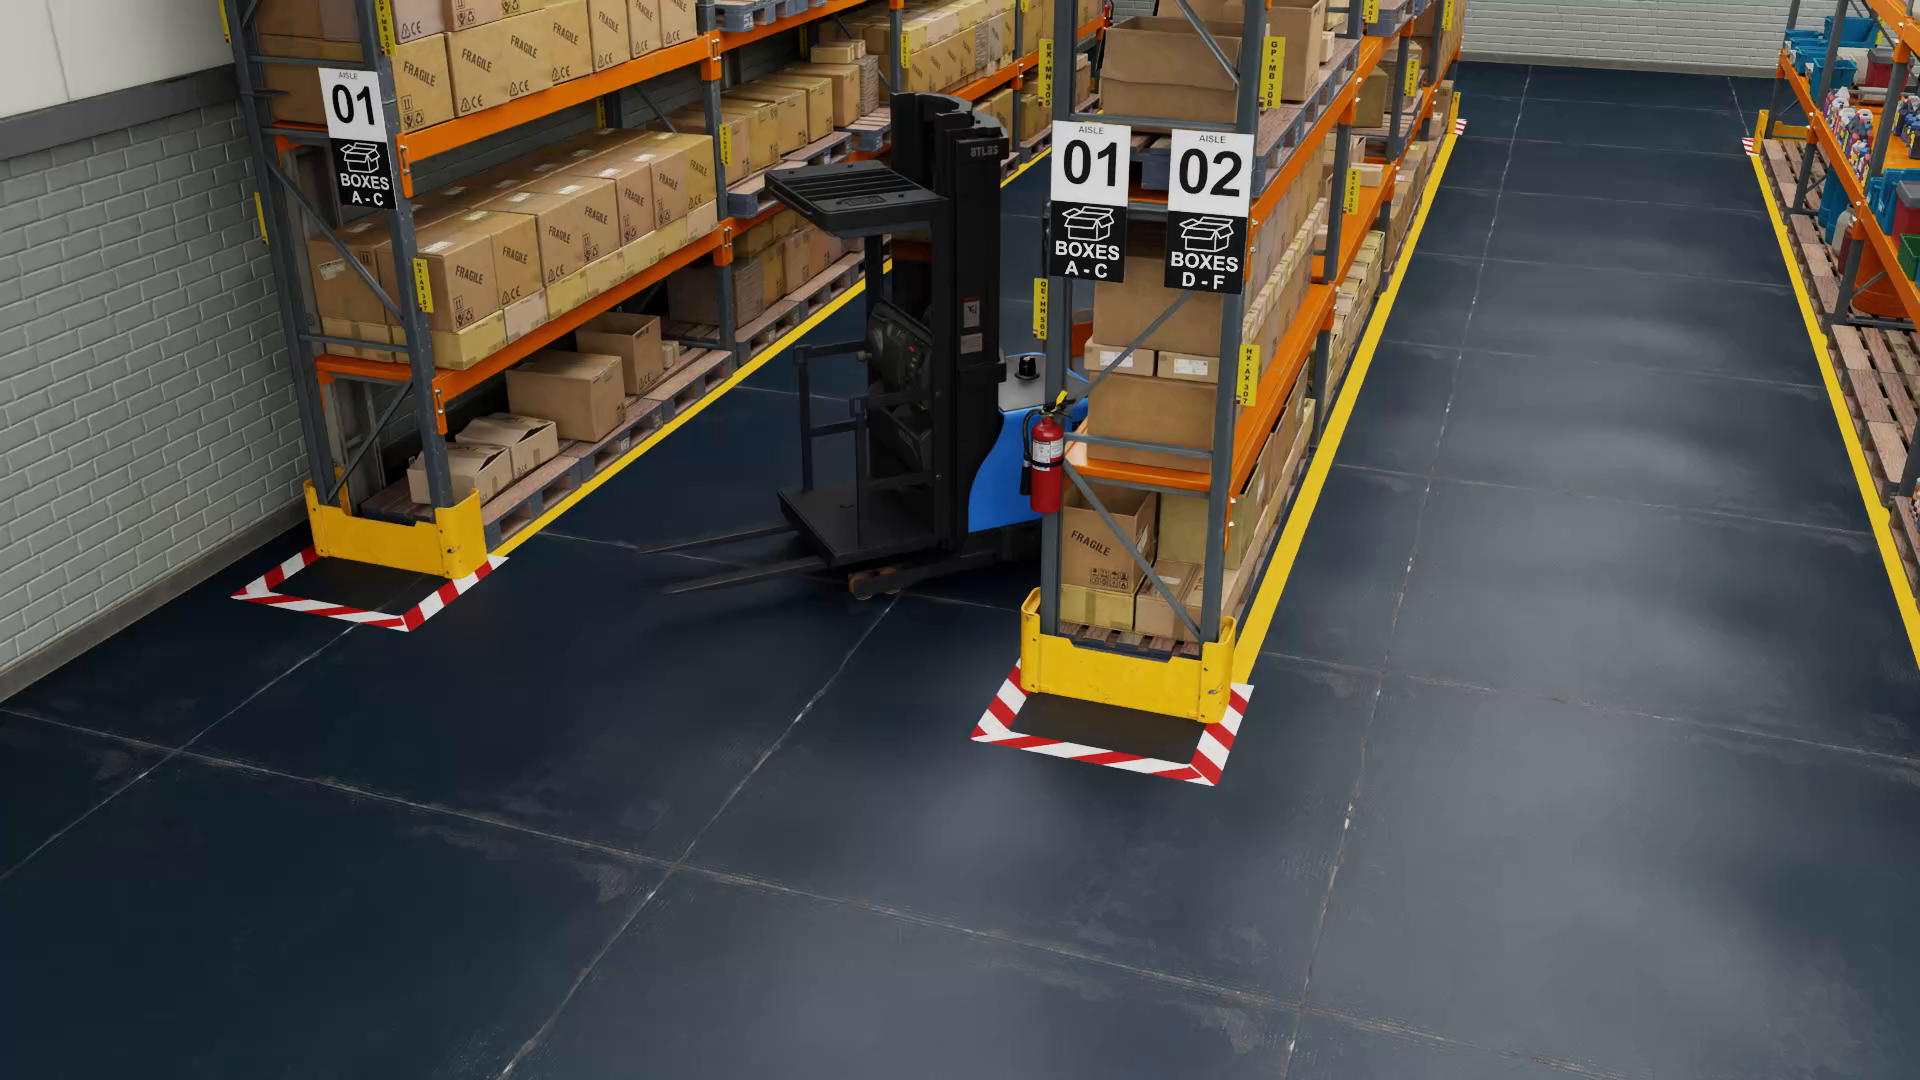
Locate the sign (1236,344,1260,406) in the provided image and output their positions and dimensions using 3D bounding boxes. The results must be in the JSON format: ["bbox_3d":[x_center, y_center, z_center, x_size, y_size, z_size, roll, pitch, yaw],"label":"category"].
[{"bbox_3d":[1.463,-0.838,8.455,0.100,0.325,0.005,9,27,17],"label":"sign"}]

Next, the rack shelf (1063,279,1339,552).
[{"bbox_3d":[1.607,-0.994,10.686,1.077,0.370,4.000,9,27,17],"label":"rack shelf"}]

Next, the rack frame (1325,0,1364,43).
[{"bbox_3d":[2.273,-4.840,10.920,1.000,3.000,0.127,9,27,17],"label":"rack frame"}]

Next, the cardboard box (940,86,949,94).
[{"bbox_3d":[-0.339,-5.031,18.463,0.380,0.149,0.250,9,27,18],"label":"cardboard box"}]

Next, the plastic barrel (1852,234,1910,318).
[{"bbox_3d":[8.420,-2.479,14.937,0.600,0.830,0.708,9,27,17],"label":"plastic barrel"}]

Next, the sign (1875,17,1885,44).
[{"bbox_3d":[11.460,-6.351,20.739,0.100,0.325,0.005,9,27,17],"label":"sign"}]

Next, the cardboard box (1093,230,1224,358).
[{"bbox_3d":[1.127,-1.336,8.965,0.700,0.500,0.500,9,27,18],"label":"cardboard box"}]

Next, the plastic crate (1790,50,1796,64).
[{"bbox_3d":[10.133,-5.807,20.036,0.250,0.136,0.298,9,27,17],"label":"plastic crate"}]

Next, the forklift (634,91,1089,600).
[{"bbox_3d":[-0.569,-1.204,10.373,3.031,2.935,1.130,-11,28,-22],"label":"forklift"}]

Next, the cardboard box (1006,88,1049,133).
[{"bbox_3d":[0.778,-5.706,21.980,0.700,0.500,0.500,8,27,17],"label":"cardboard box"}]

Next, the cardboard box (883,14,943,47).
[{"bbox_3d":[-0.496,-5.396,17.613,0.500,0.250,0.500,8,27,17],"label":"cardboard box"}]

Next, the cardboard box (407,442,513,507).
[{"bbox_3d":[-3.416,-0.472,11.363,0.500,0.311,0.500,6,26,12],"label":"cardboard box"}]

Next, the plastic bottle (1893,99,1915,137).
[{"bbox_3d":[9.410,-4.205,16.549,0.144,0.351,0.185,9,27,17],"label":"plastic bottle"}]

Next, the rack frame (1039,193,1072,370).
[{"bbox_3d":[0.670,-1.309,11.474,0.015,2.100,0.400,-11,21,-24],"label":"rack frame"}]

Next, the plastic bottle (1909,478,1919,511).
[{"bbox_3d":[6.423,-0.322,11.100,0.097,0.271,0.097,0,26,0],"label":"plastic bottle"}]

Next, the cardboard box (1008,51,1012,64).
[{"bbox_3d":[0.417,-5.860,20.176,0.380,0.149,0.250,9,27,18],"label":"cardboard box"}]

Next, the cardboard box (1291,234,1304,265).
[{"bbox_3d":[2.044,-1.916,10.906,0.380,0.149,0.250,9,27,17],"label":"cardboard box"}]

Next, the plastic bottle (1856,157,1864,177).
[{"bbox_3d":[8.171,-3.382,15.021,0.097,0.201,0.097,0,26,0],"label":"plastic bottle"}]

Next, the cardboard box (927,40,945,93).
[{"bbox_3d":[-0.483,-5.064,17.789,0.500,0.500,0.500,10,27,19],"label":"cardboard box"}]

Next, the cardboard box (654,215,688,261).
[{"bbox_3d":[-2.445,-2.356,12.823,0.500,0.250,0.500,9,27,18],"label":"cardboard box"}]

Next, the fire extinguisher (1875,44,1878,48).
[{"bbox_3d":[11.415,-6.145,21.015,0.296,0.674,0.183,9,27,17],"label":"fire extinguisher"}]

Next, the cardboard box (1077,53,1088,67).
[{"bbox_3d":[1.584,-6.762,23.417,0.380,0.149,0.250,8,27,17],"label":"cardboard box"}]

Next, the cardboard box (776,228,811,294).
[{"bbox_3d":[-1.838,-2.658,15.661,0.700,0.500,0.500,9,27,18],"label":"cardboard box"}]

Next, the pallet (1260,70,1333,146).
[{"bbox_3d":[1.606,-2.596,9.829,1.003,0.211,1.213,9,27,17],"label":"pallet"}]

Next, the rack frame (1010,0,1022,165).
[{"bbox_3d":[0.262,-6.144,20.498,1.000,3.000,0.127,9,27,17],"label":"rack frame"}]

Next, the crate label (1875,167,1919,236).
[{"bbox_3d":[7.688,-2.710,13.365,0.502,0.435,0.616,9,27,17],"label":"crate label"}]

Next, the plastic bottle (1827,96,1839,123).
[{"bbox_3d":[8.983,-4.416,17.076,0.097,0.271,0.097,0,26,0],"label":"plastic bottle"}]

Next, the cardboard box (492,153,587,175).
[{"bbox_3d":[-3.100,-2.557,12.377,0.500,0.500,0.500,10,27,19],"label":"cardboard box"}]

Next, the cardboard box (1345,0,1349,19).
[{"bbox_3d":[2.667,-4.089,12.502,0.500,0.250,0.500,6,27,12],"label":"cardboard box"}]

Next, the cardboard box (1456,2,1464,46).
[{"bbox_3d":[6.204,-6.679,21.487,0.500,0.500,0.500,9,27,18],"label":"cardboard box"}]

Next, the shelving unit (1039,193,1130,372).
[{"bbox_3d":[0.889,-1.352,11.573,0.503,2.100,0.431,-11,21,-24],"label":"shelving unit"}]

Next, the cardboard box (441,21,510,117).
[{"bbox_3d":[-3.171,-2.933,10.287,0.500,0.500,0.500,11,28,21],"label":"cardboard box"}]

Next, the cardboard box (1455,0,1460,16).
[{"bbox_3d":[5.871,-6.711,20.406,0.500,0.500,0.500,10,27,19],"label":"cardboard box"}]

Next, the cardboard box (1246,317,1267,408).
[{"bbox_3d":[1.450,-1.151,10.069,0.700,0.500,0.500,9,27,18],"label":"cardboard box"}]

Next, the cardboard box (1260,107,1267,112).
[{"bbox_3d":[1.500,-2.443,9.057,0.380,0.149,0.250,9,27,17],"label":"cardboard box"}]

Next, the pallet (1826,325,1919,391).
[{"bbox_3d":[7.979,-1.496,14.097,1.003,0.211,1.213,9,27,17],"label":"pallet"}]

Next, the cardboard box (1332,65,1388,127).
[{"bbox_3d":[3.707,-4.293,16.077,0.700,0.500,0.500,0,26,0],"label":"cardboard box"}]

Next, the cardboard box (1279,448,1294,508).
[{"bbox_3d":[1.996,-0.457,11.425,0.500,0.250,0.500,9,27,17],"label":"cardboard box"}]

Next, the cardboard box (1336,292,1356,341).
[{"bbox_3d":[2.988,-1.895,13.752,0.500,0.311,0.500,8,27,16],"label":"cardboard box"}]

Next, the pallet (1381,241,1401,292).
[{"bbox_3d":[3.888,-2.830,16.852,1.003,0.211,1.213,9,27,17],"label":"pallet"}]

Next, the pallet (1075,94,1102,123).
[{"bbox_3d":[1.401,-6.193,23.798,1.003,0.211,1.213,9,27,17],"label":"pallet"}]

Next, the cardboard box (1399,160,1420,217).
[{"bbox_3d":[4.701,-3.848,18.119,0.500,0.500,0.500,9,27,18],"label":"cardboard box"}]

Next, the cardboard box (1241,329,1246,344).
[{"bbox_3d":[1.361,-1.072,9.162,0.380,0.149,0.250,8,27,16],"label":"cardboard box"}]

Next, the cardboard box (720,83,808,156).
[{"bbox_3d":[-1.816,-3.807,15.052,0.700,0.500,0.500,13,29,24],"label":"cardboard box"}]

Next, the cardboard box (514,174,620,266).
[{"bbox_3d":[-2.776,-2.271,11.787,0.500,0.500,0.500,10,27,19],"label":"cardboard box"}]

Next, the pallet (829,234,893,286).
[{"bbox_3d":[-1.330,-2.924,17.047,1.003,0.211,1.213,9,27,17],"label":"pallet"}]

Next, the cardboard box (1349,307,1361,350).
[{"bbox_3d":[3.152,-1.853,14.308,0.500,0.250,0.500,9,27,18],"label":"cardboard box"}]

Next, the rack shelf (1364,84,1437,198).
[{"bbox_3d":[4.269,-4.282,17.476,1.077,0.370,4.000,9,27,17],"label":"rack shelf"}]

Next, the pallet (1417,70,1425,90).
[{"bbox_3d":[4.566,-5.028,18.413,1.003,0.211,1.213,9,27,17],"label":"pallet"}]

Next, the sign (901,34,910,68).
[{"bbox_3d":[-0.554,-4.911,16.713,0.100,0.325,0.005,9,27,17],"label":"sign"}]

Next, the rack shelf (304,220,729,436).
[{"bbox_3d":[-3.065,-1.711,12.167,1.077,0.370,4.000,9,27,17],"label":"rack shelf"}]

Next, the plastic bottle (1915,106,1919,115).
[{"bbox_3d":[9.546,-4.184,16.506,0.144,0.351,0.185,9,27,17],"label":"plastic bottle"}]

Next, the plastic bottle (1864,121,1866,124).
[{"bbox_3d":[8.830,-3.997,16.291,0.097,0.201,0.097,0,26,0],"label":"plastic bottle"}]

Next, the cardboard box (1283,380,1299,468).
[{"bbox_3d":[1.984,-0.797,11.266,0.500,0.500,0.500,9,27,17],"label":"cardboard box"}]
